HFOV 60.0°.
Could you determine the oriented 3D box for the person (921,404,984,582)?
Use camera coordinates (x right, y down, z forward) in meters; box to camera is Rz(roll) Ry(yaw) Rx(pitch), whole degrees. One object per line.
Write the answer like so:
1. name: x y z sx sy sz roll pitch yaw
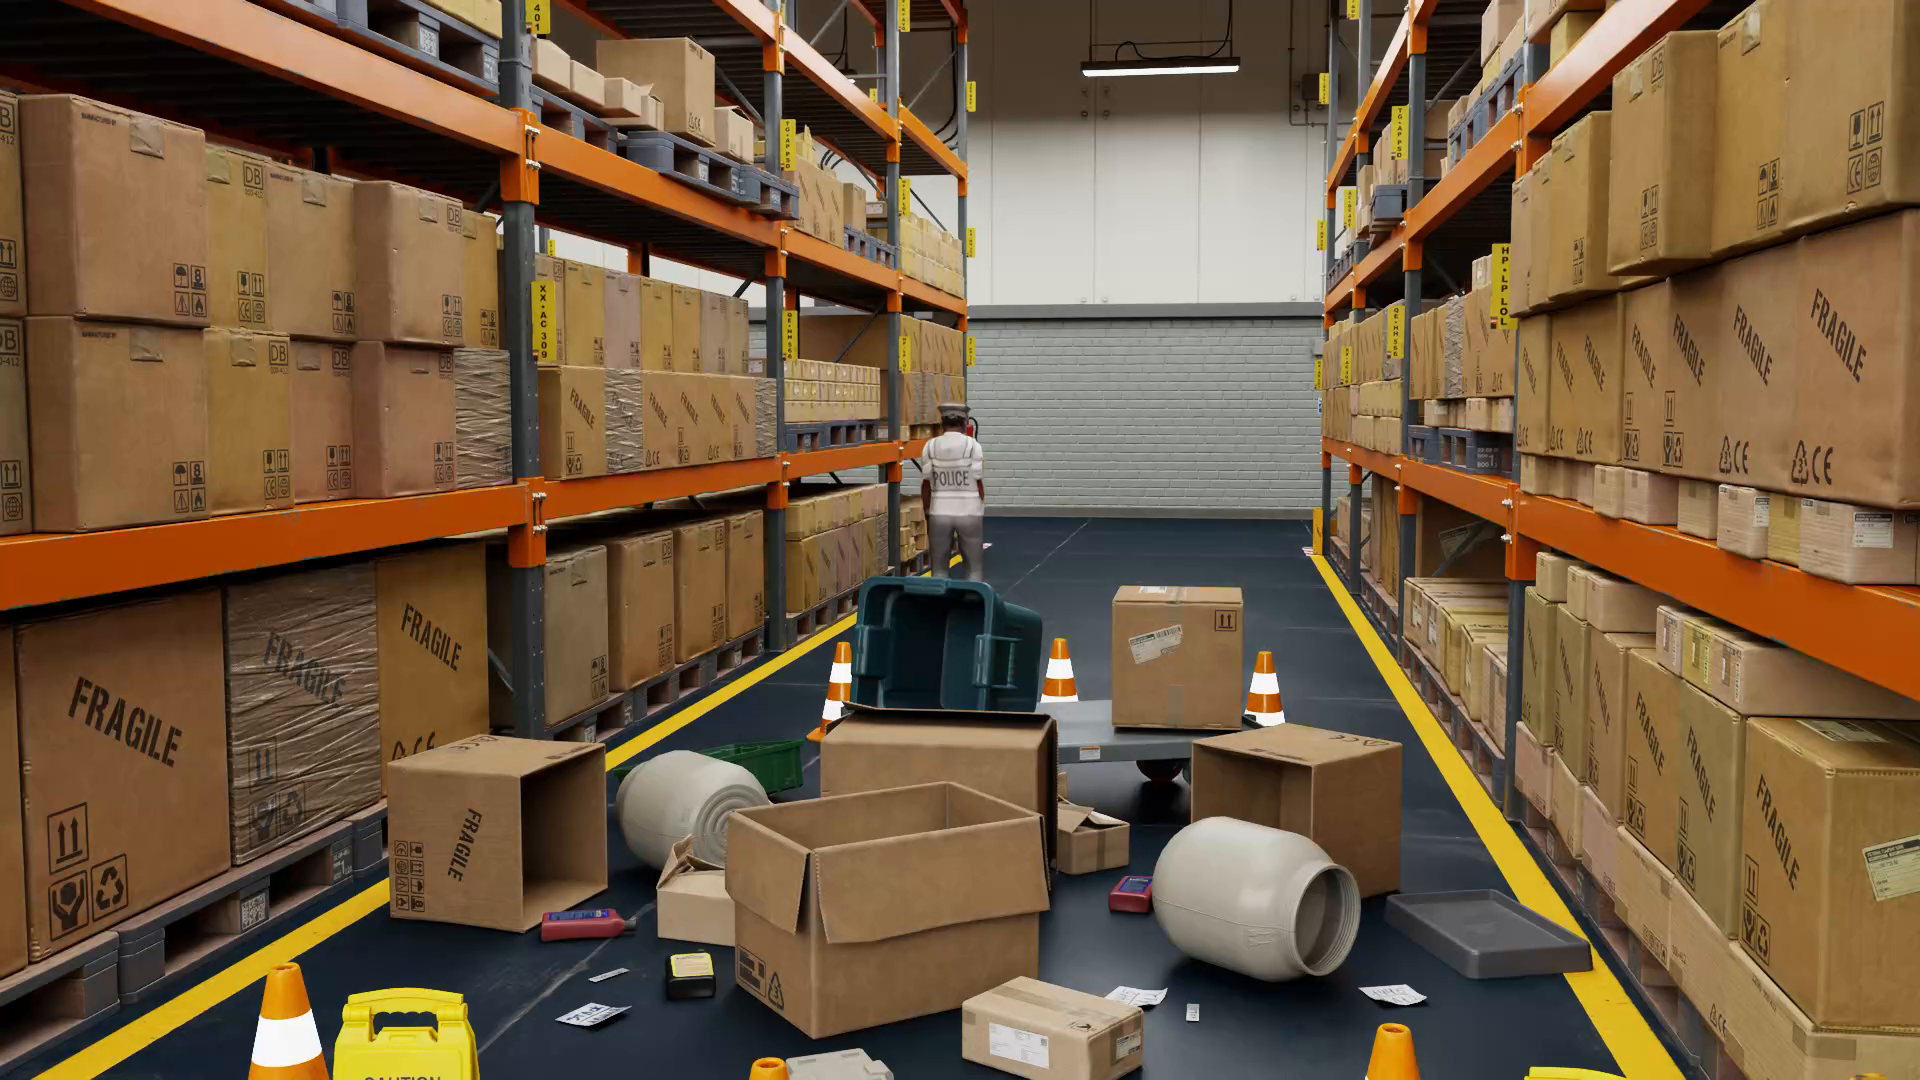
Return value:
1. person: -0.050 -0.118 11.544 0.444 1.649 0.365 1 5 10
